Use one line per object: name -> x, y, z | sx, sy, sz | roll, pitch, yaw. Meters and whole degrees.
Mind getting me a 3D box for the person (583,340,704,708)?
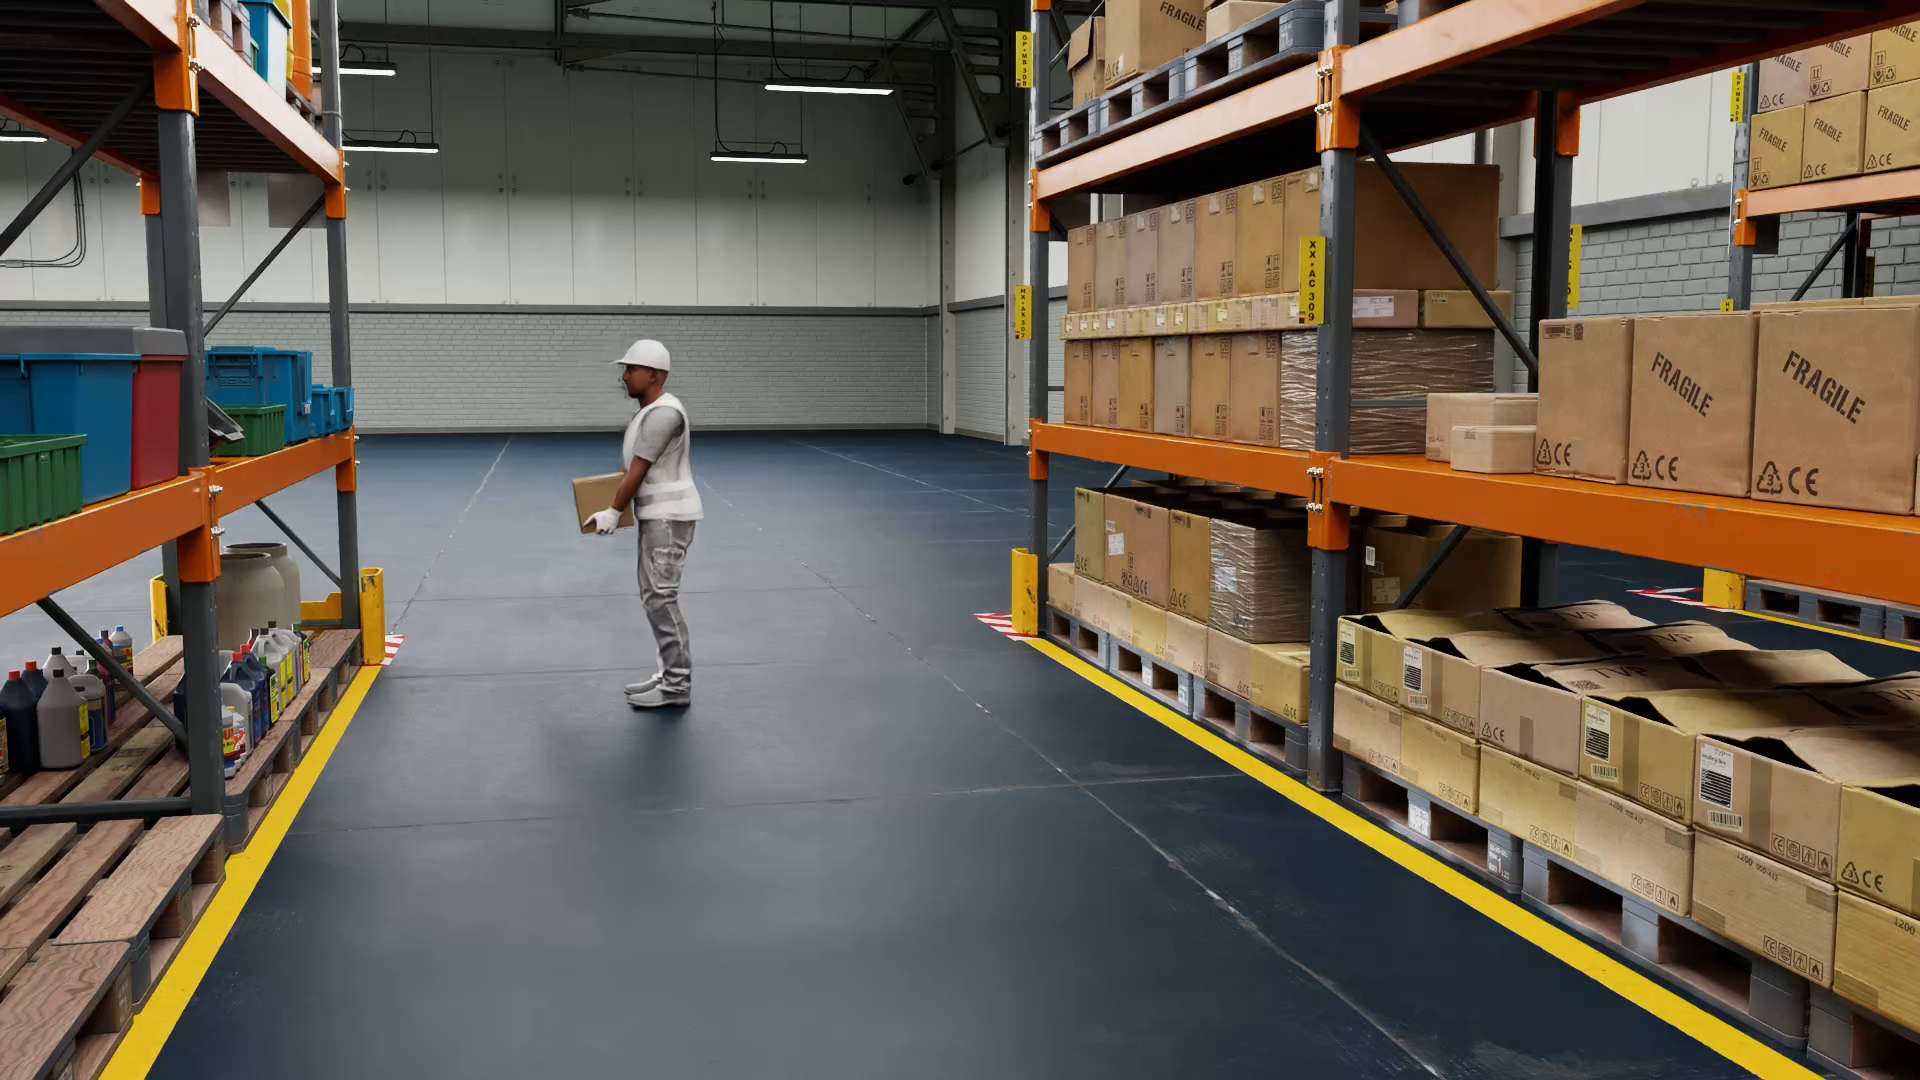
person -> -1.549, -0.085, 8.124 | 0.580, 1.777, 0.492 | -2, 6, -15
